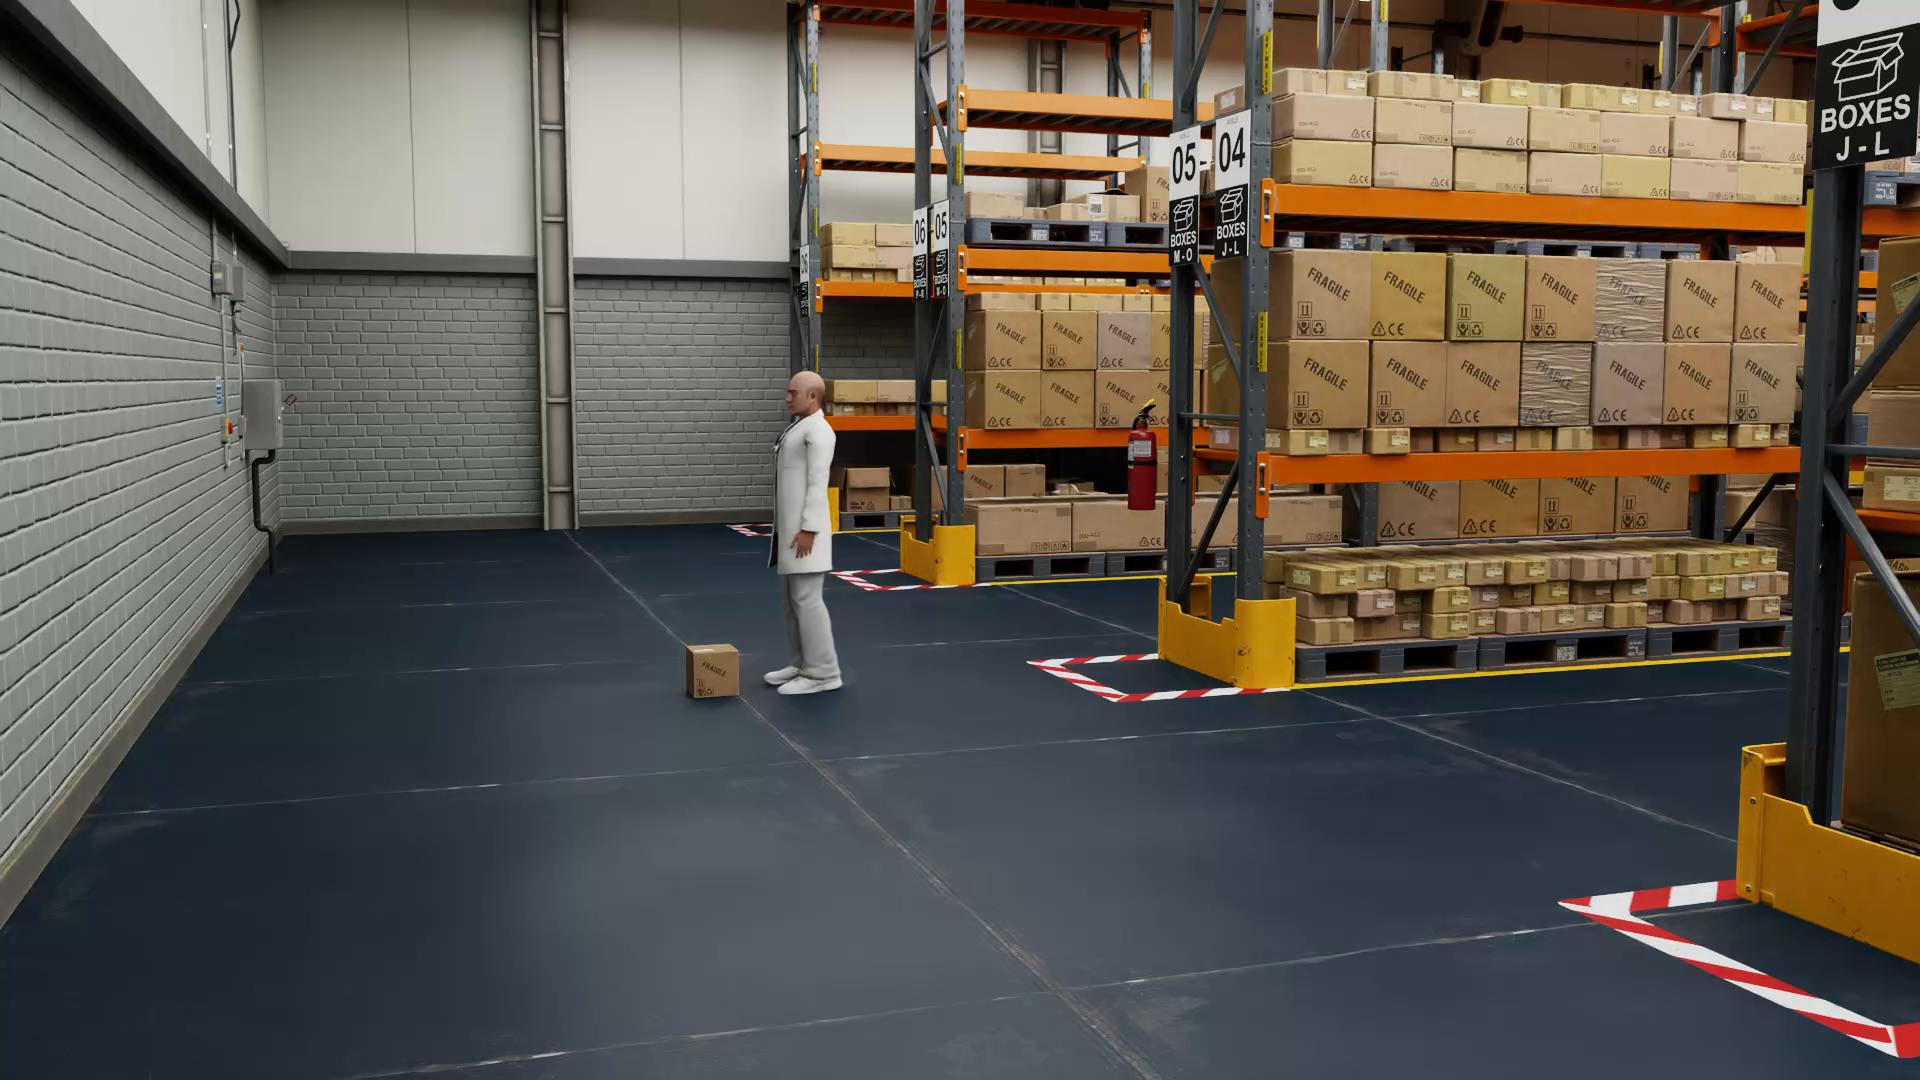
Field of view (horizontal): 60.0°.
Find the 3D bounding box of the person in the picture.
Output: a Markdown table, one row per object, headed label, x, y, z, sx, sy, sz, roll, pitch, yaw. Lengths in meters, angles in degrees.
| label | x | y | z | sx | sy | sz | roll | pitch | yaw |
| --- | --- | --- | --- | --- | --- | --- | --- | --- | --- |
| person | -0.884 | -0.044 | 9.275 | 0.380 | 1.781 | 0.562 | -2 | 6 | -18 |
